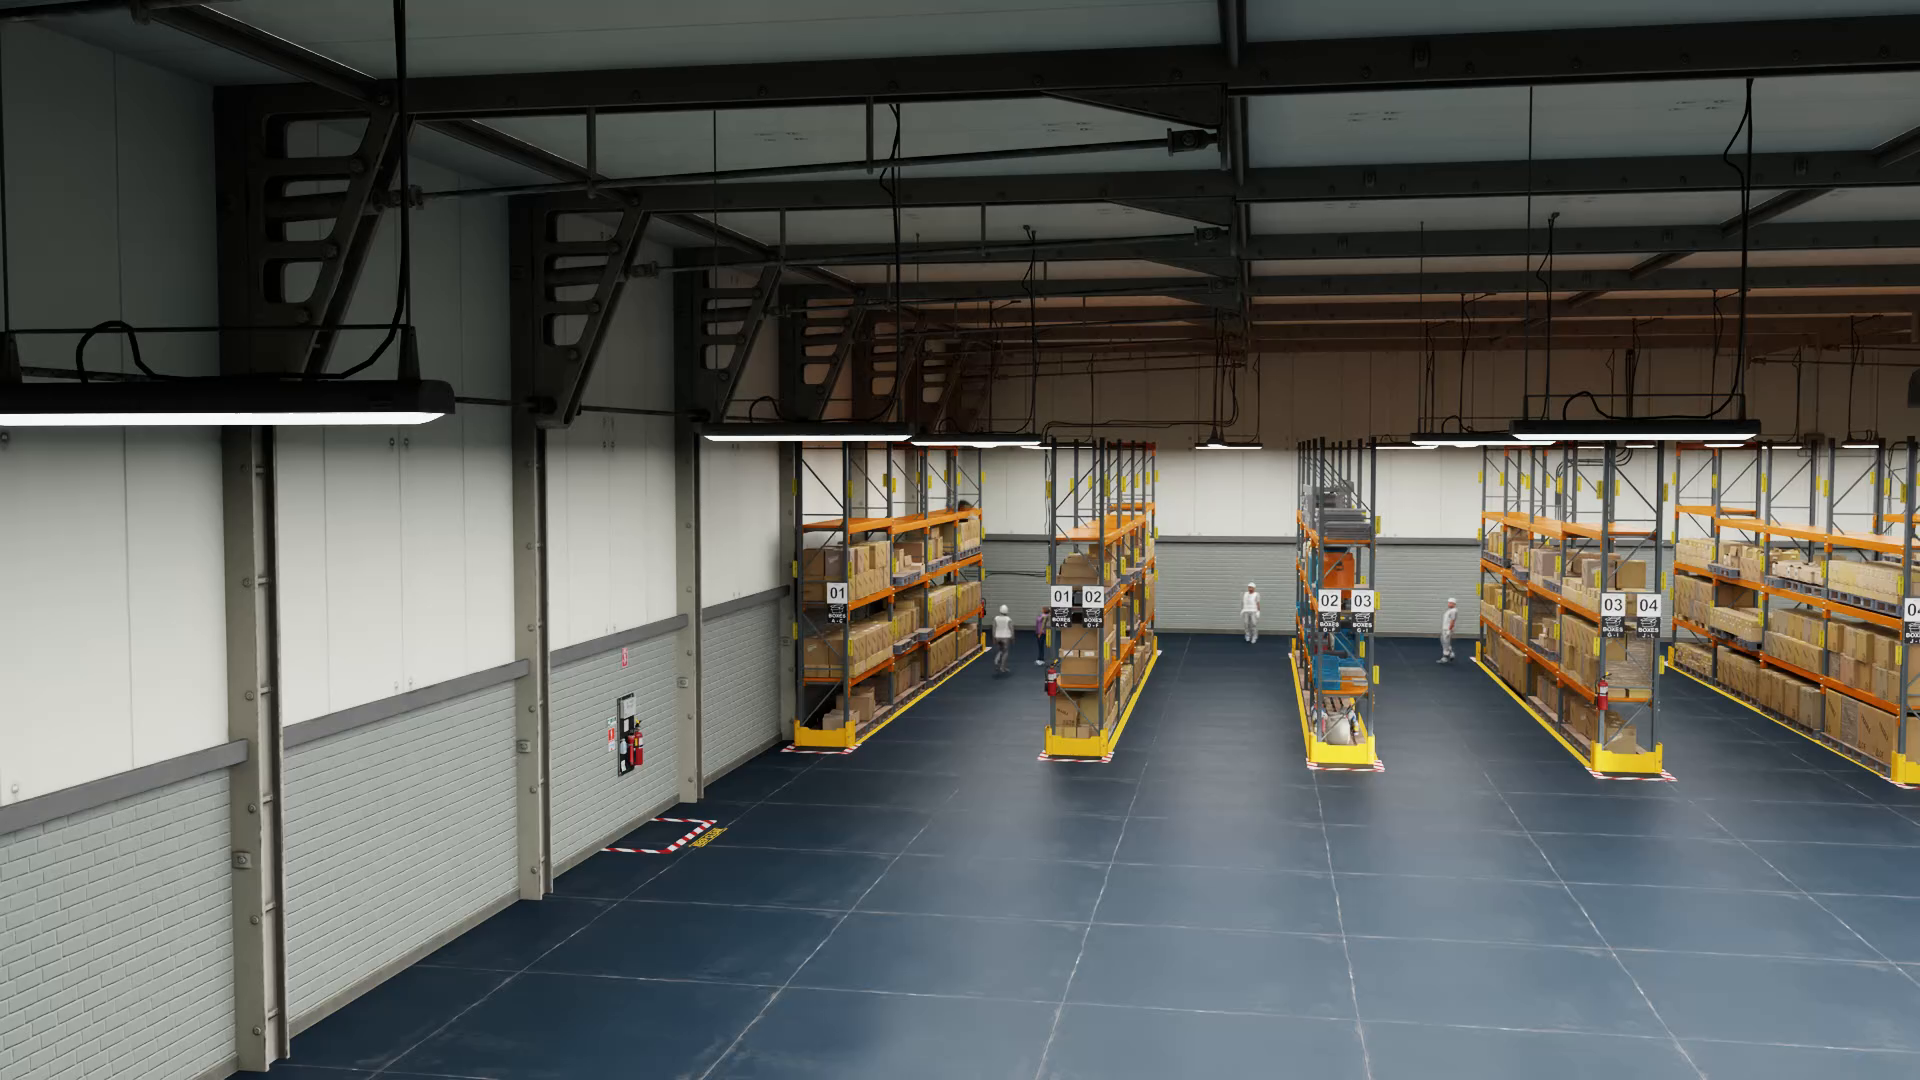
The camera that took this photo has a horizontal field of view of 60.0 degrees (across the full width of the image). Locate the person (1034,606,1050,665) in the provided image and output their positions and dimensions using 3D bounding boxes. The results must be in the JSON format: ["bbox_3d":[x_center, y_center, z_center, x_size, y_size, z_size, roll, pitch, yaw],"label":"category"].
[{"bbox_3d":[2.167,2.571,44.994,0.508,1.599,0.475,-1,3,-22],"label":"person"}]

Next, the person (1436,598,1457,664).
[{"bbox_3d":[13.126,2.448,44.840,0.555,1.785,0.566,1,3,21],"label":"person"}]

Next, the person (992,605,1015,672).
[{"bbox_3d":[1.146,2.548,43.109,0.538,1.745,0.501,3,4,43],"label":"person"}]

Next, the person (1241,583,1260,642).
[{"bbox_3d":[8.743,2.180,50.098,0.570,1.778,0.642,1,3,20],"label":"person"}]
